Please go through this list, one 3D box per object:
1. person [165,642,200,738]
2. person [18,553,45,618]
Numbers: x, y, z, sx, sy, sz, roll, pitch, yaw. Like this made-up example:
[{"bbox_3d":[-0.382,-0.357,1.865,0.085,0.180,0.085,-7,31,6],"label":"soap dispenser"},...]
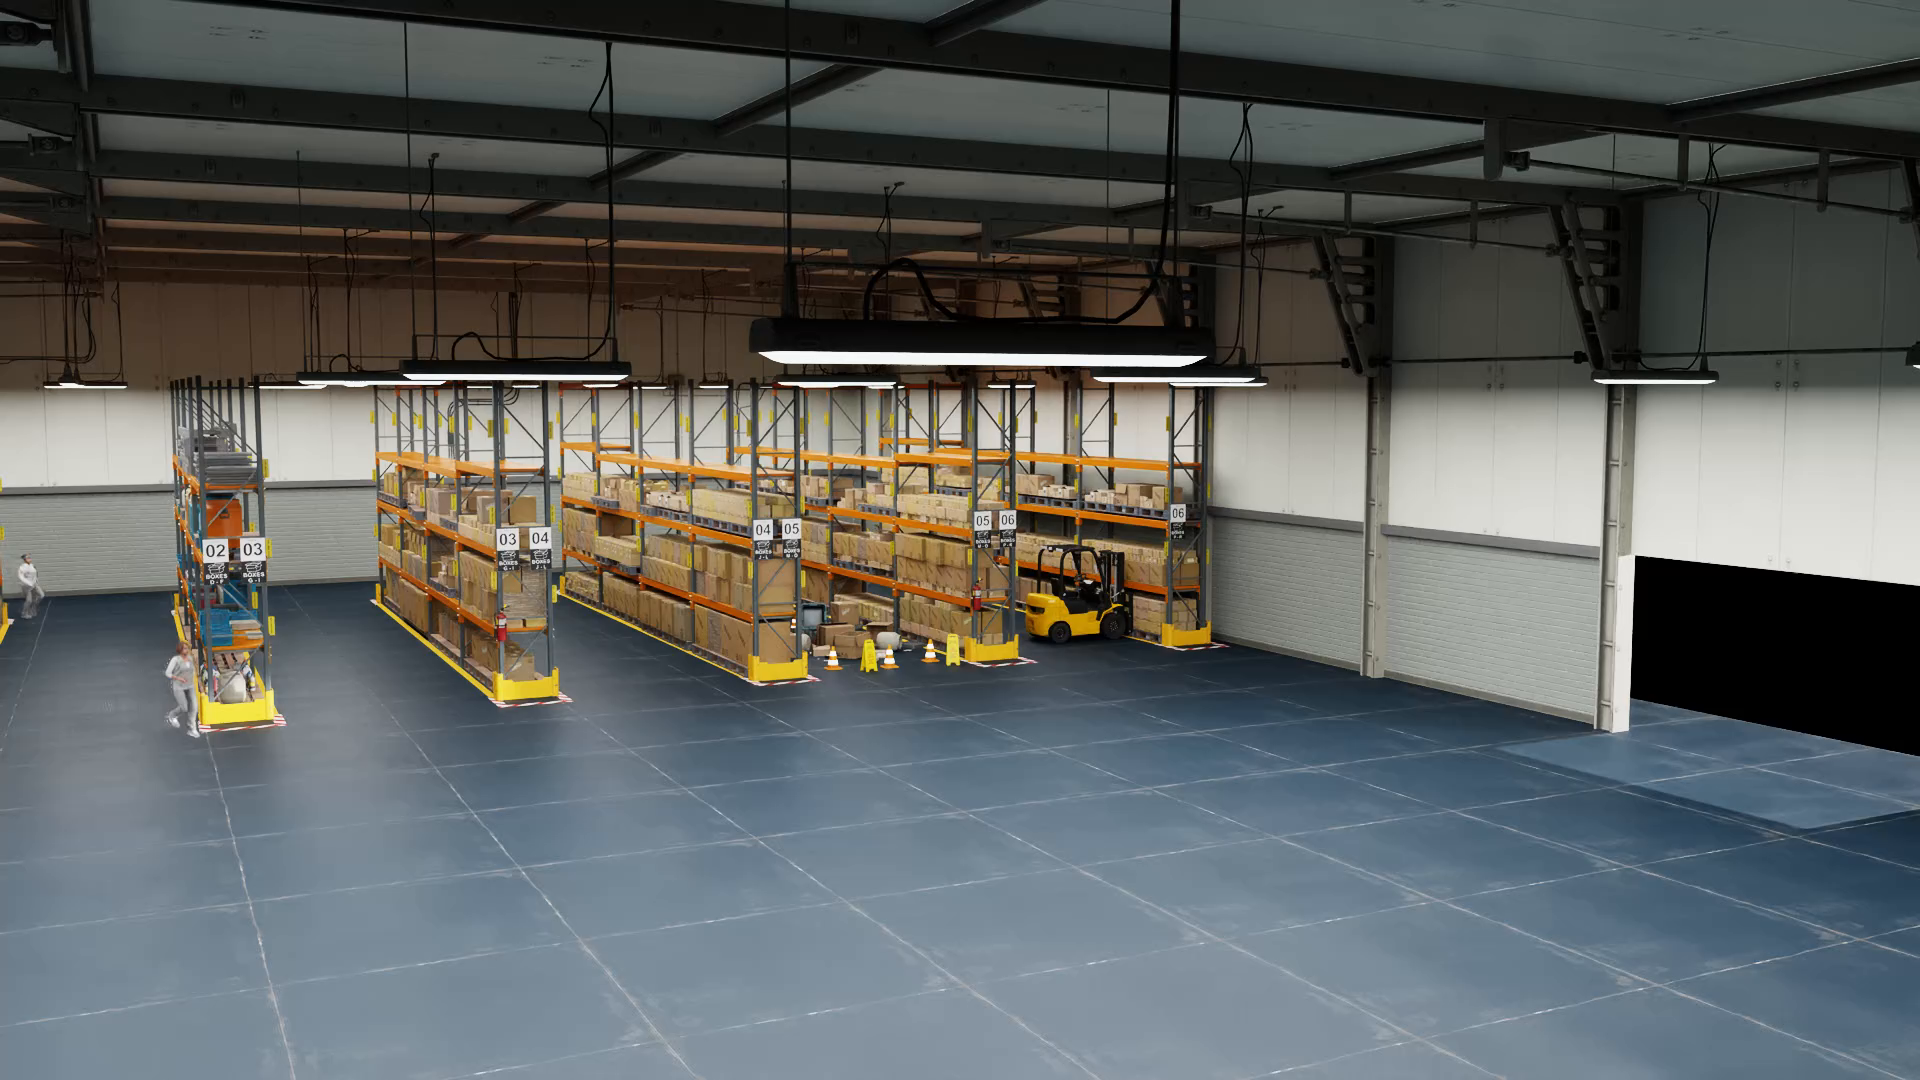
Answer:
[{"bbox_3d":[-12.972,2.485,27.740,0.737,1.595,0.578,3,6,32],"label":"person"},{"bbox_3d":[-23.538,1.146,42.114,0.570,1.658,0.638,1,5,9],"label":"person"}]
